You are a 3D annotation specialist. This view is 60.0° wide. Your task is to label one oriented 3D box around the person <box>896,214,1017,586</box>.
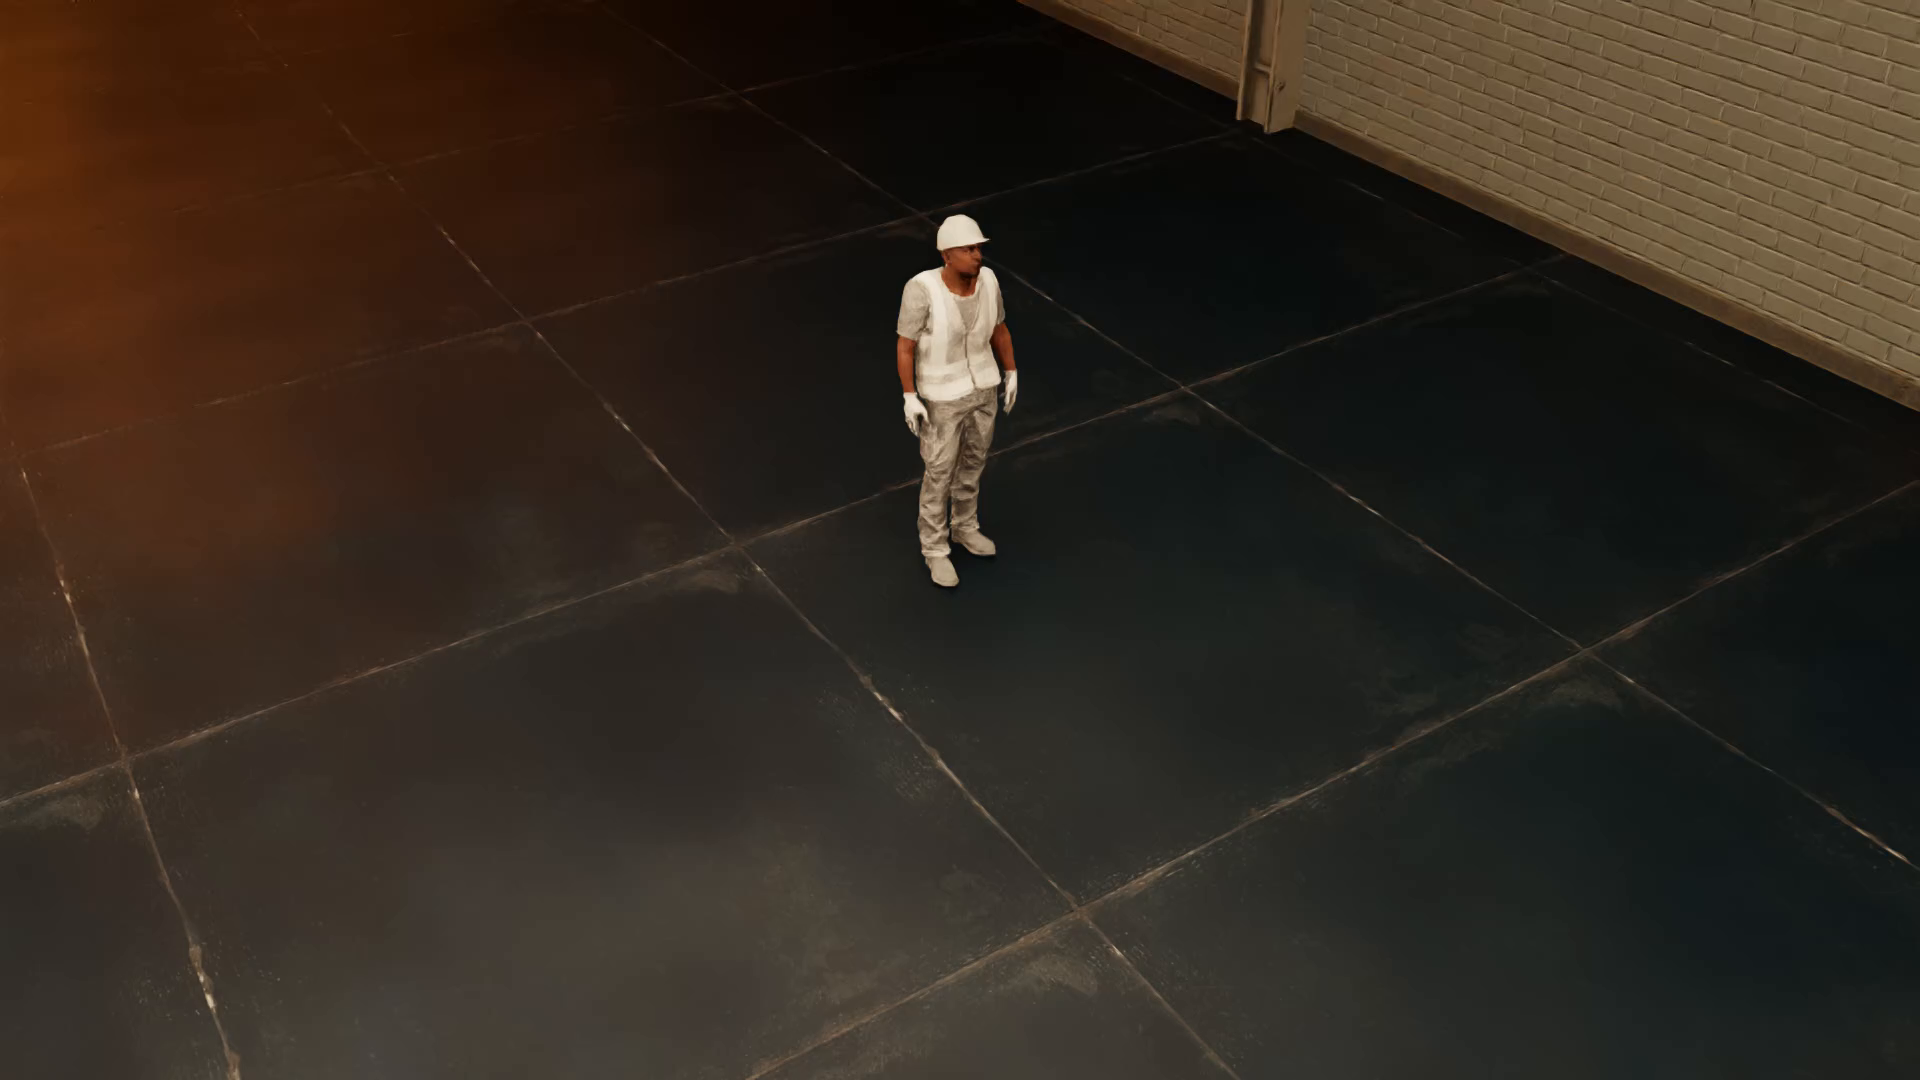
[{"bbox_3d":[0.033,-0.698,8.127,0.655,1.782,0.576,-21,40,-27],"label":"person"}]
